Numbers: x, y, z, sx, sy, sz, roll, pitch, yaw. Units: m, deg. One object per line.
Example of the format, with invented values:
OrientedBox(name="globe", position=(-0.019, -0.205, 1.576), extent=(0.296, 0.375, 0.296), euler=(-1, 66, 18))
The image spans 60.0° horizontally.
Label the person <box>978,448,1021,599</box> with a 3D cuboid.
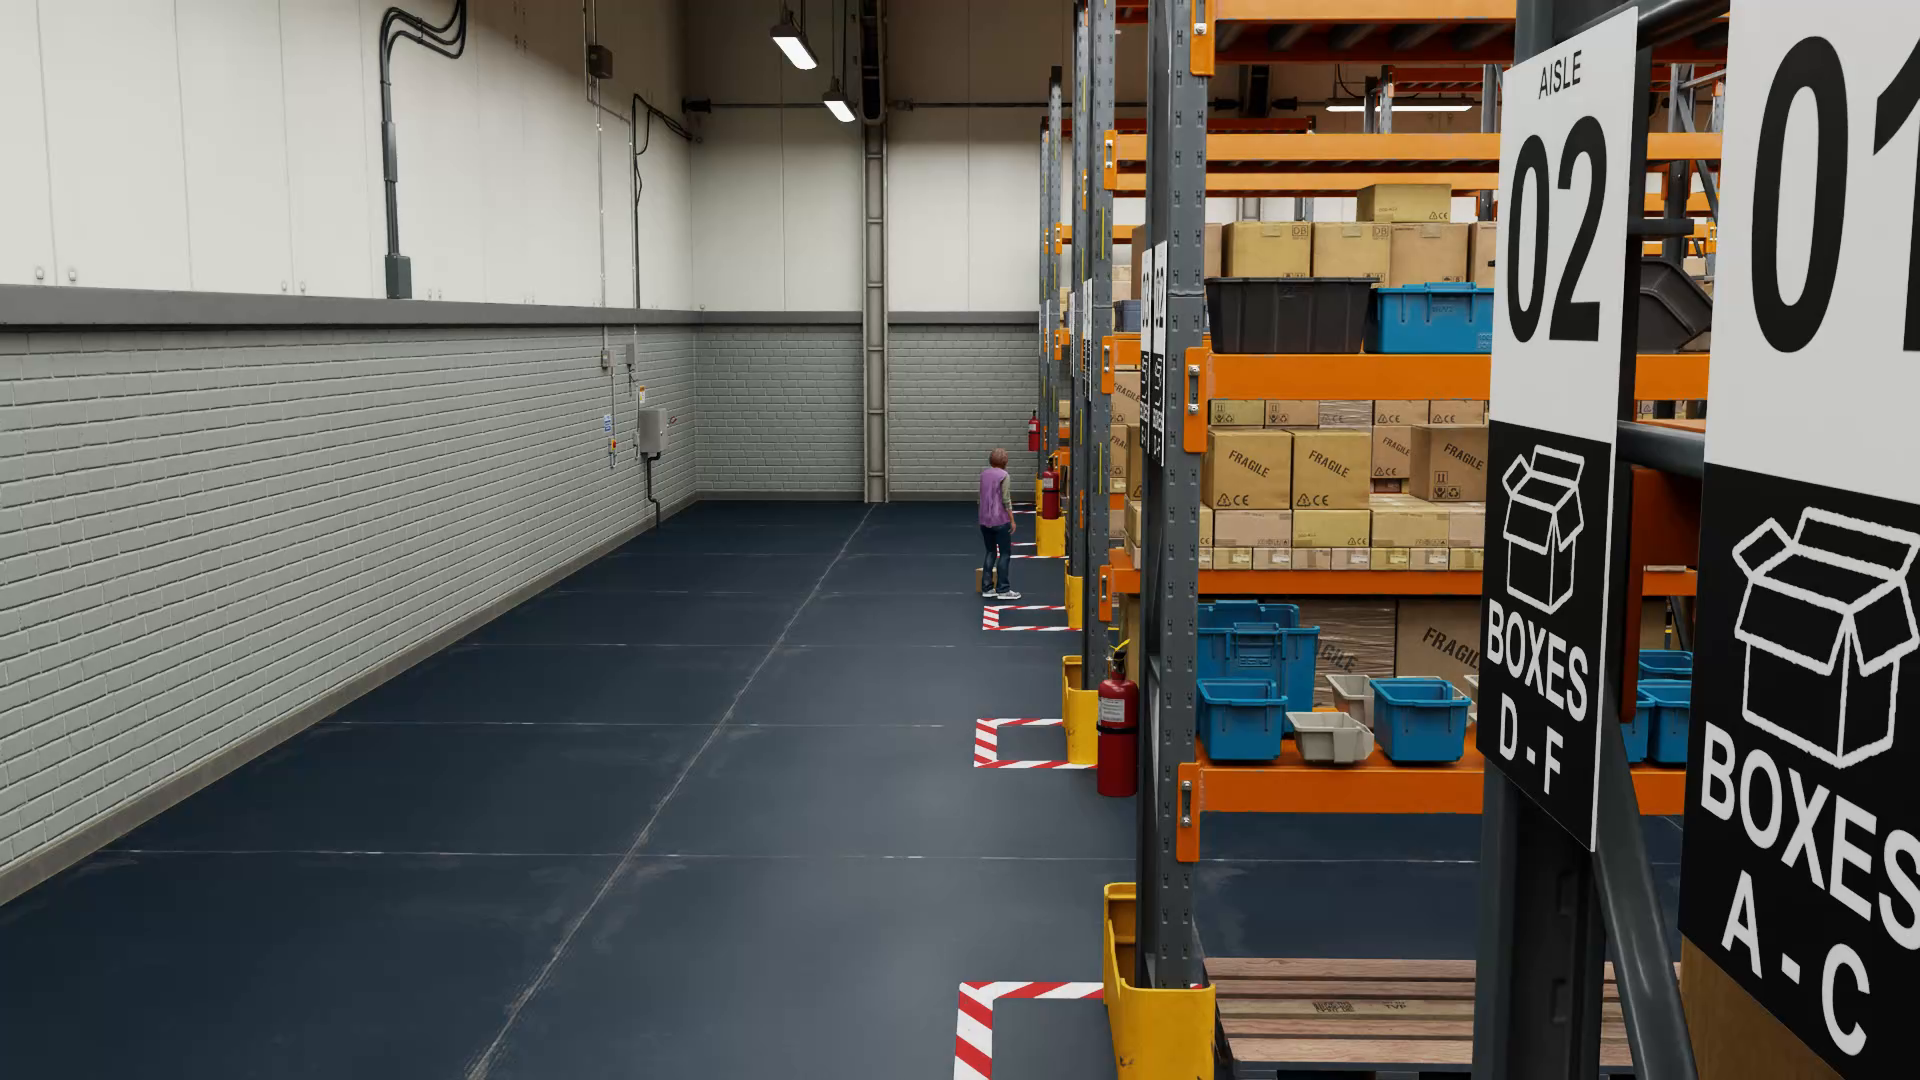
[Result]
OrientedBox(name="person", position=(0.389, -0.174, 17.661), extent=(0.346, 1.593, 0.477), euler=(-7, 10, -44))
